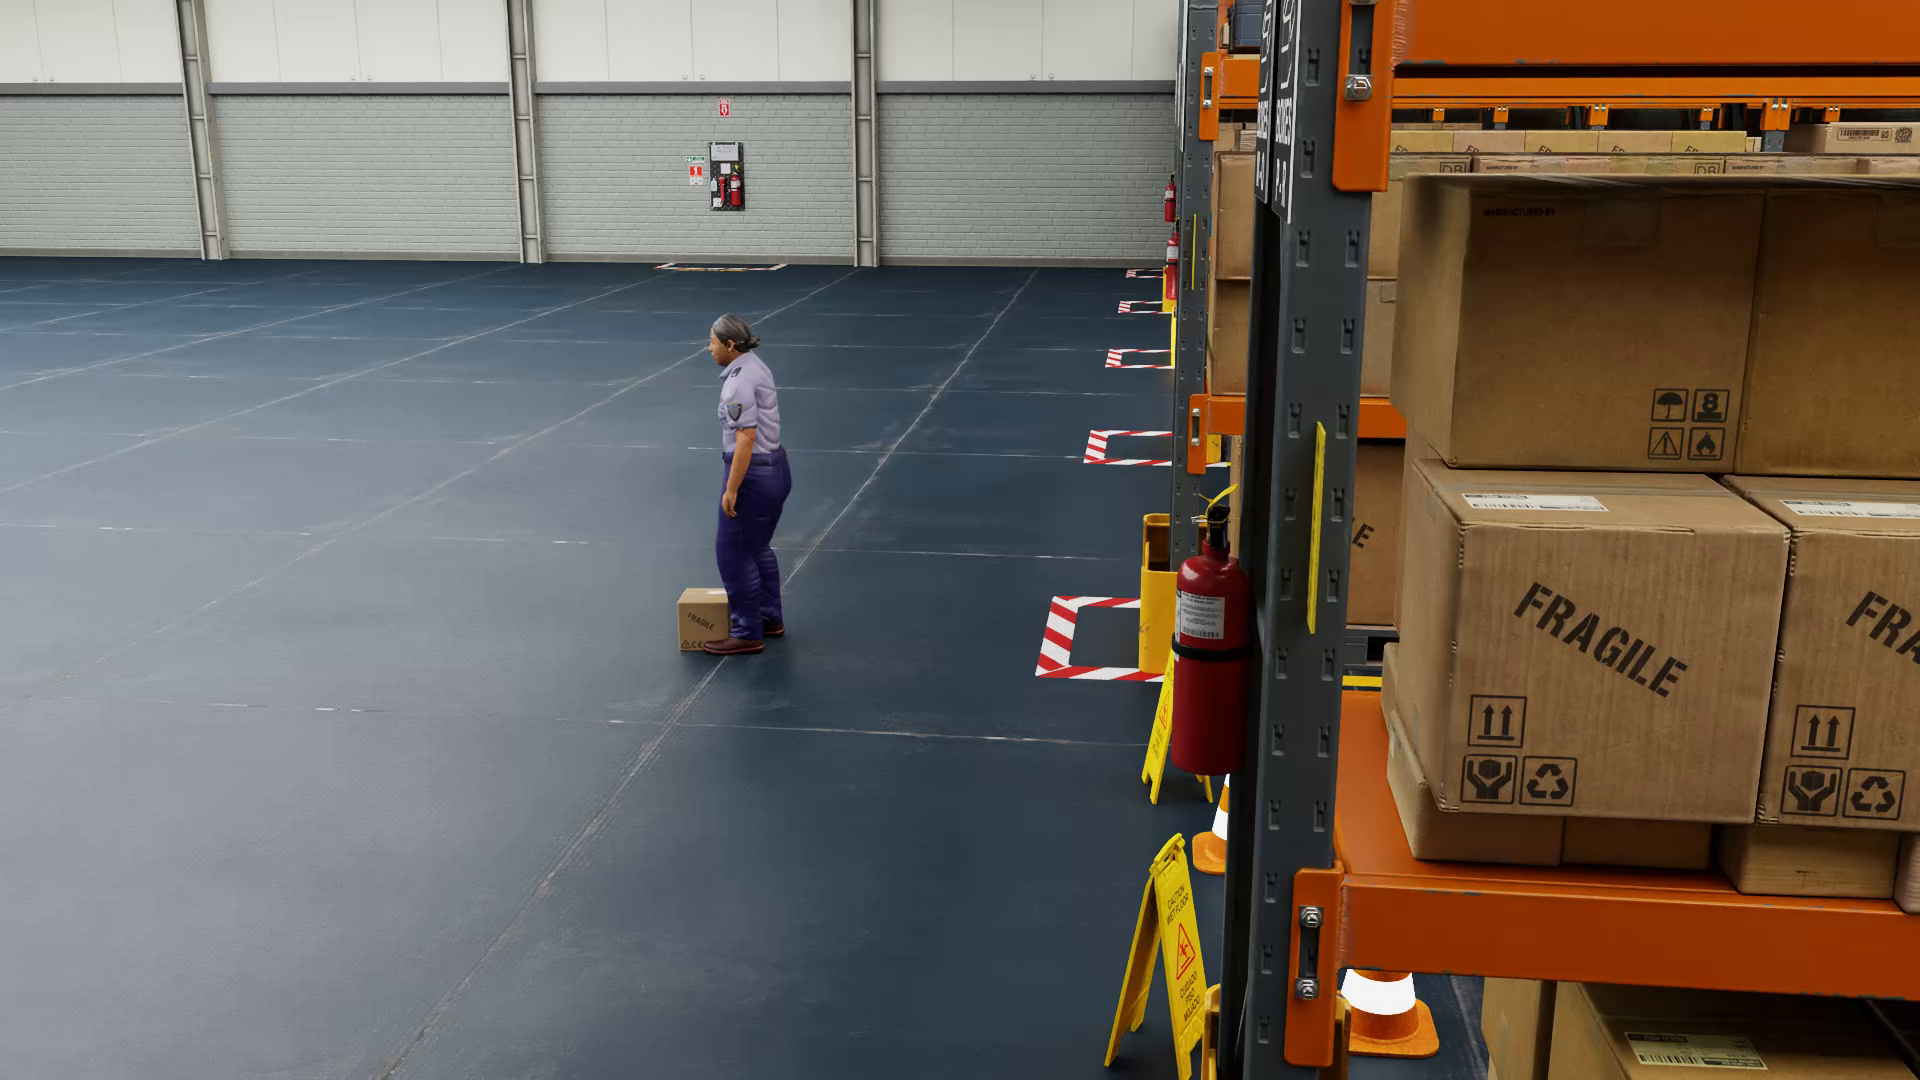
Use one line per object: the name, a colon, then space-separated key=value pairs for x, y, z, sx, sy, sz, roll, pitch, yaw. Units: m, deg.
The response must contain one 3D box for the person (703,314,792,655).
person: x=-1.043 y=-0.277 z=8.100 sx=0.414 sy=1.652 sz=0.538 roll=2 pitch=15 yaw=7
